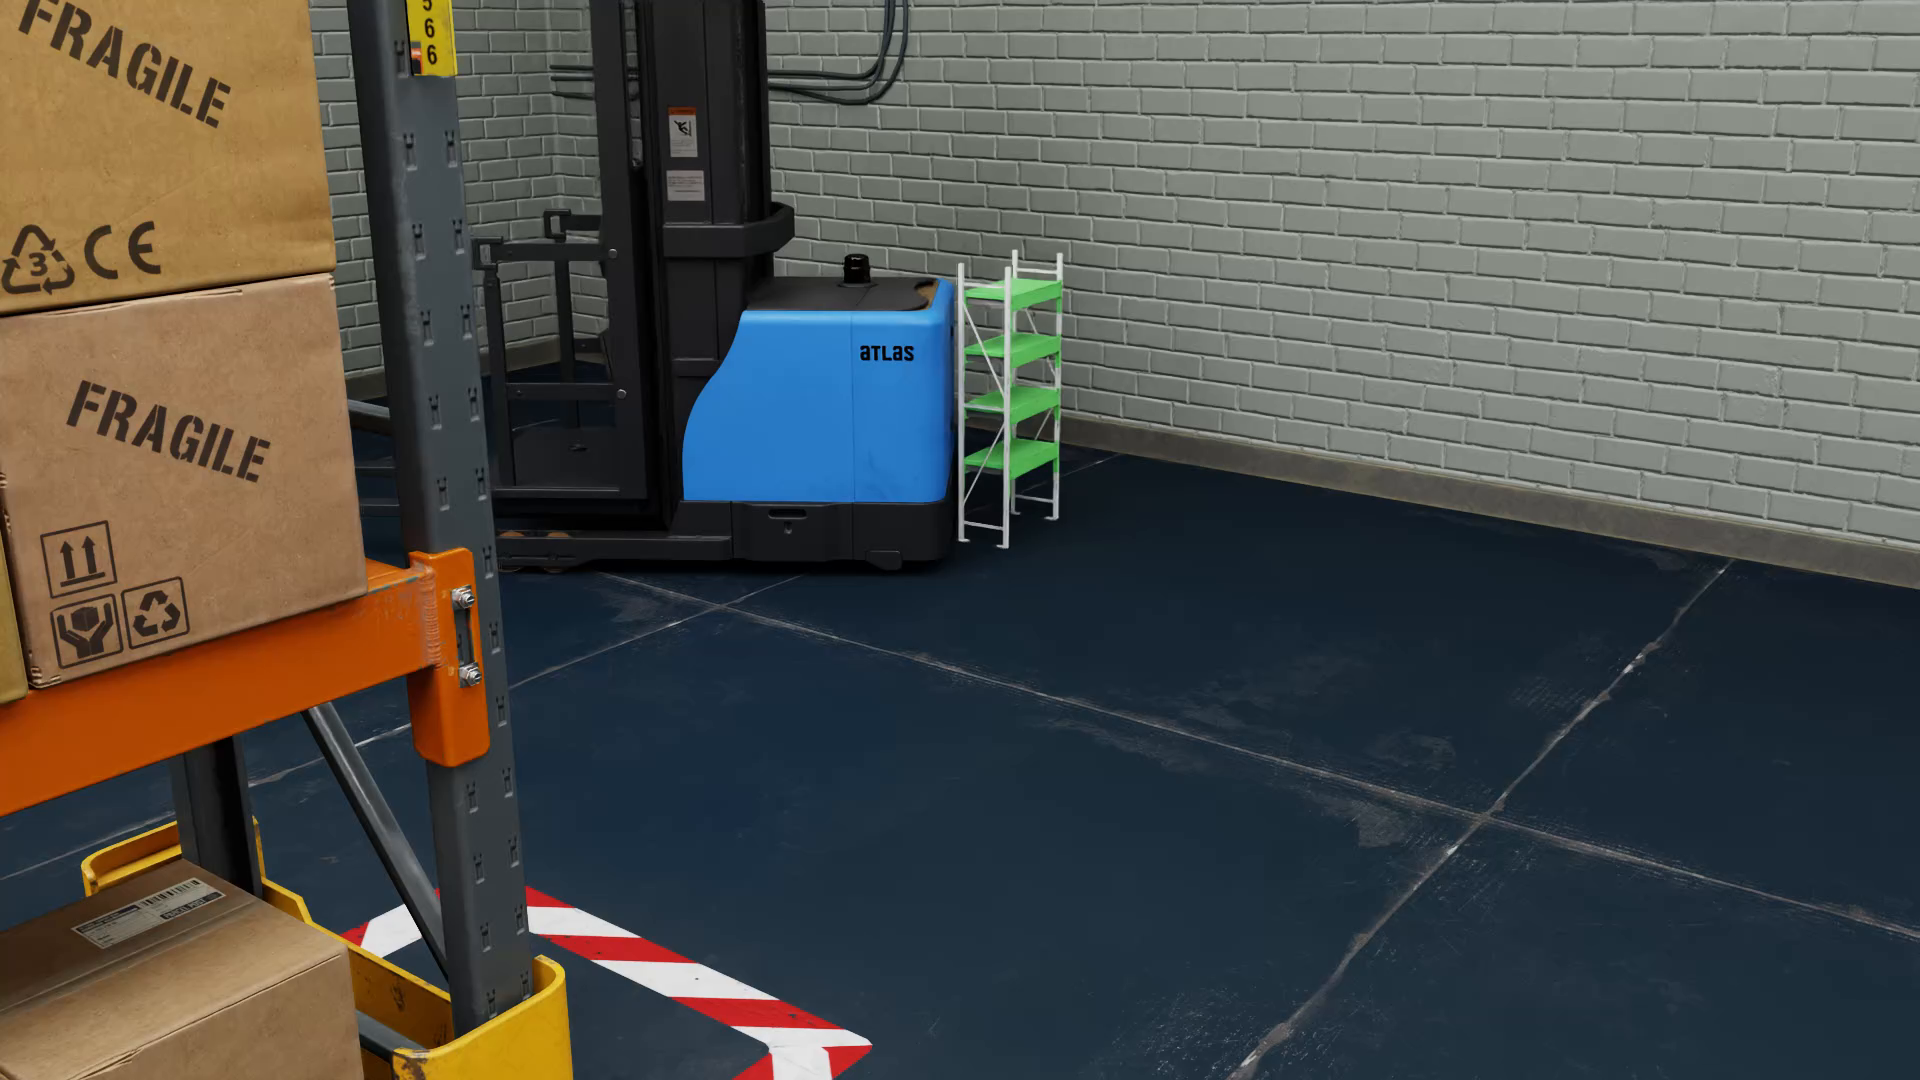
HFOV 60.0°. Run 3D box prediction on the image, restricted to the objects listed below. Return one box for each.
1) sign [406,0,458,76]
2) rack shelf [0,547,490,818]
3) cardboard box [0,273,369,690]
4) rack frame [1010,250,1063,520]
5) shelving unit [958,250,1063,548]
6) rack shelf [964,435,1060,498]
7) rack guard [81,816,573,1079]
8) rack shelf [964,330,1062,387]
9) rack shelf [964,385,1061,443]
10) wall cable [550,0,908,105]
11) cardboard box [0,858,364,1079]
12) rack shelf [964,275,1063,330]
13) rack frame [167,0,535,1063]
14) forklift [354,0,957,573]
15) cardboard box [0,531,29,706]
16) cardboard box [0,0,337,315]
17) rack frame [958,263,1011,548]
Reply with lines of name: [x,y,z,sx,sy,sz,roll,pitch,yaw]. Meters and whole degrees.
sign: [-0.782,-0.848,2.431,0.100,0.325,0.005,12,21,35]
rack shelf: [-2.408,0.573,1.554,1.077,0.370,4.000,12,21,35]
cardboard box: [-1.264,-0.140,2.468,0.500,0.500,0.500,13,22,36]
rack frame: [0.338,-0.682,7.417,0.240,1.200,0.015,9,20,28]
shelving unit: [0.219,-0.619,7.213,0.258,1.200,0.503,9,20,28]
rack shelf: [0.219,-0.329,7.303,0.258,0.148,0.480,9,20,28]
rack guard: [-1.261,0.965,3.294,1.175,0.500,0.348,12,21,35]
rack shelf: [0.219,-0.787,7.161,0.258,0.148,0.480,9,20,28]
rack shelf: [0.219,-0.558,7.232,0.258,0.148,0.480,9,20,28]
wall cable: [-1.540,-3.788,9.503,3.097,2.526,0.112,12,21,35]
cardboard box: [-1.342,0.910,2.730,0.500,0.500,0.500,12,21,35]
rack shelf: [0.219,-1.016,7.090,0.258,0.148,0.480,9,20,28]
rack frame: [-1.216,-0.247,2.981,1.000,3.000,0.127,12,21,35]
forklift: [-1.544,-1.419,6.872,3.031,2.935,1.130,1,17,2]
cardboard box: [-1.571,-0.016,2.068,0.500,0.500,0.500,13,21,35]
cardboard box: [-1.261,-0.618,2.320,0.500,0.500,0.500,12,21,34]
rack frame: [0.101,-0.555,7.009,0.240,1.200,0.015,9,20,28]
